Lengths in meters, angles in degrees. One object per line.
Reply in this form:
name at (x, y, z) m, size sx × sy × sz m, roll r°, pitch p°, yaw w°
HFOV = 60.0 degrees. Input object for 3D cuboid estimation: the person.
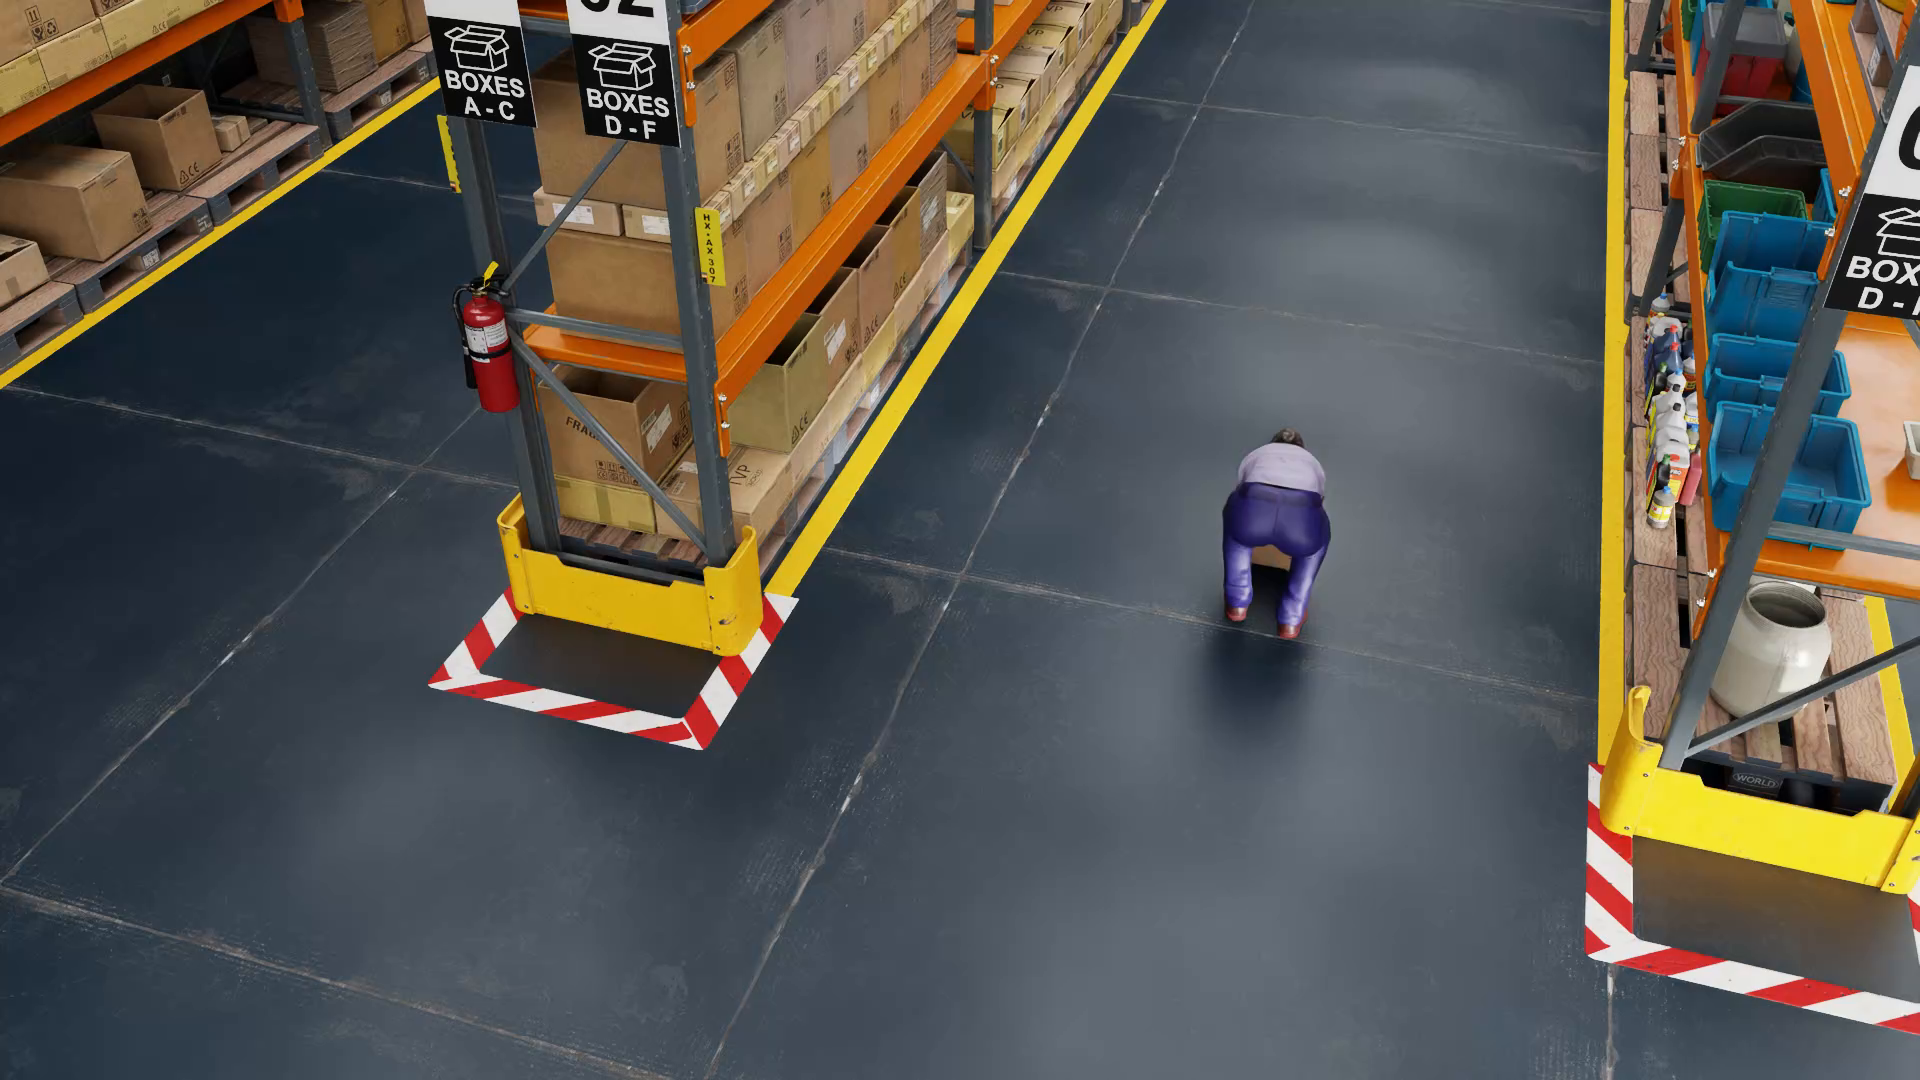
person at (1.456, -0.070, 7.652) m, size 0.506 × 0.854 × 0.898 m, roll 9°, pitch 38°, yaw 12°
